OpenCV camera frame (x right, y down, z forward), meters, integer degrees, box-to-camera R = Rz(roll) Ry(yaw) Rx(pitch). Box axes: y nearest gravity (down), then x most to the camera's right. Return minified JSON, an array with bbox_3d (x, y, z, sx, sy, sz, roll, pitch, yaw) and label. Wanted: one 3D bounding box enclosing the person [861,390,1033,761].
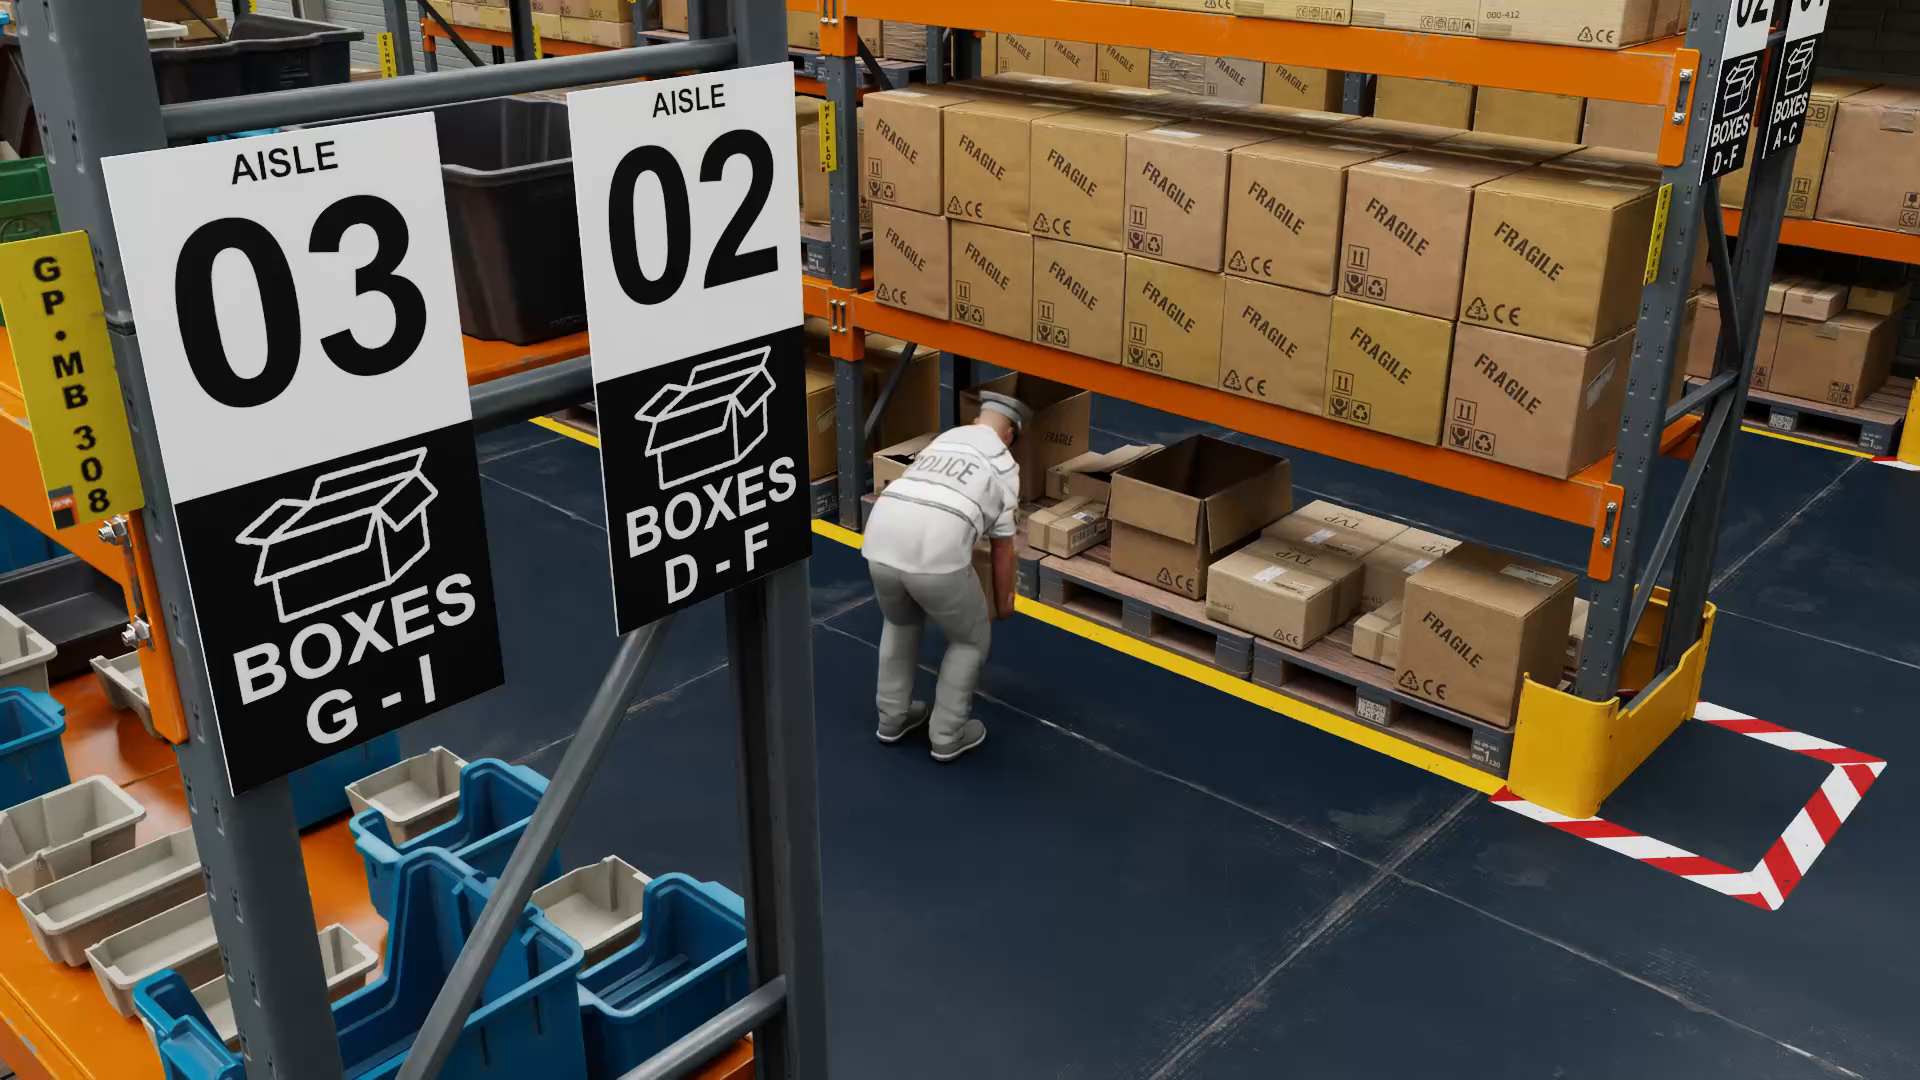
[{"bbox_3d":[-0.005,0.128,6.808,0.476,1.351,0.995,13,27,28],"label":"person"}]
